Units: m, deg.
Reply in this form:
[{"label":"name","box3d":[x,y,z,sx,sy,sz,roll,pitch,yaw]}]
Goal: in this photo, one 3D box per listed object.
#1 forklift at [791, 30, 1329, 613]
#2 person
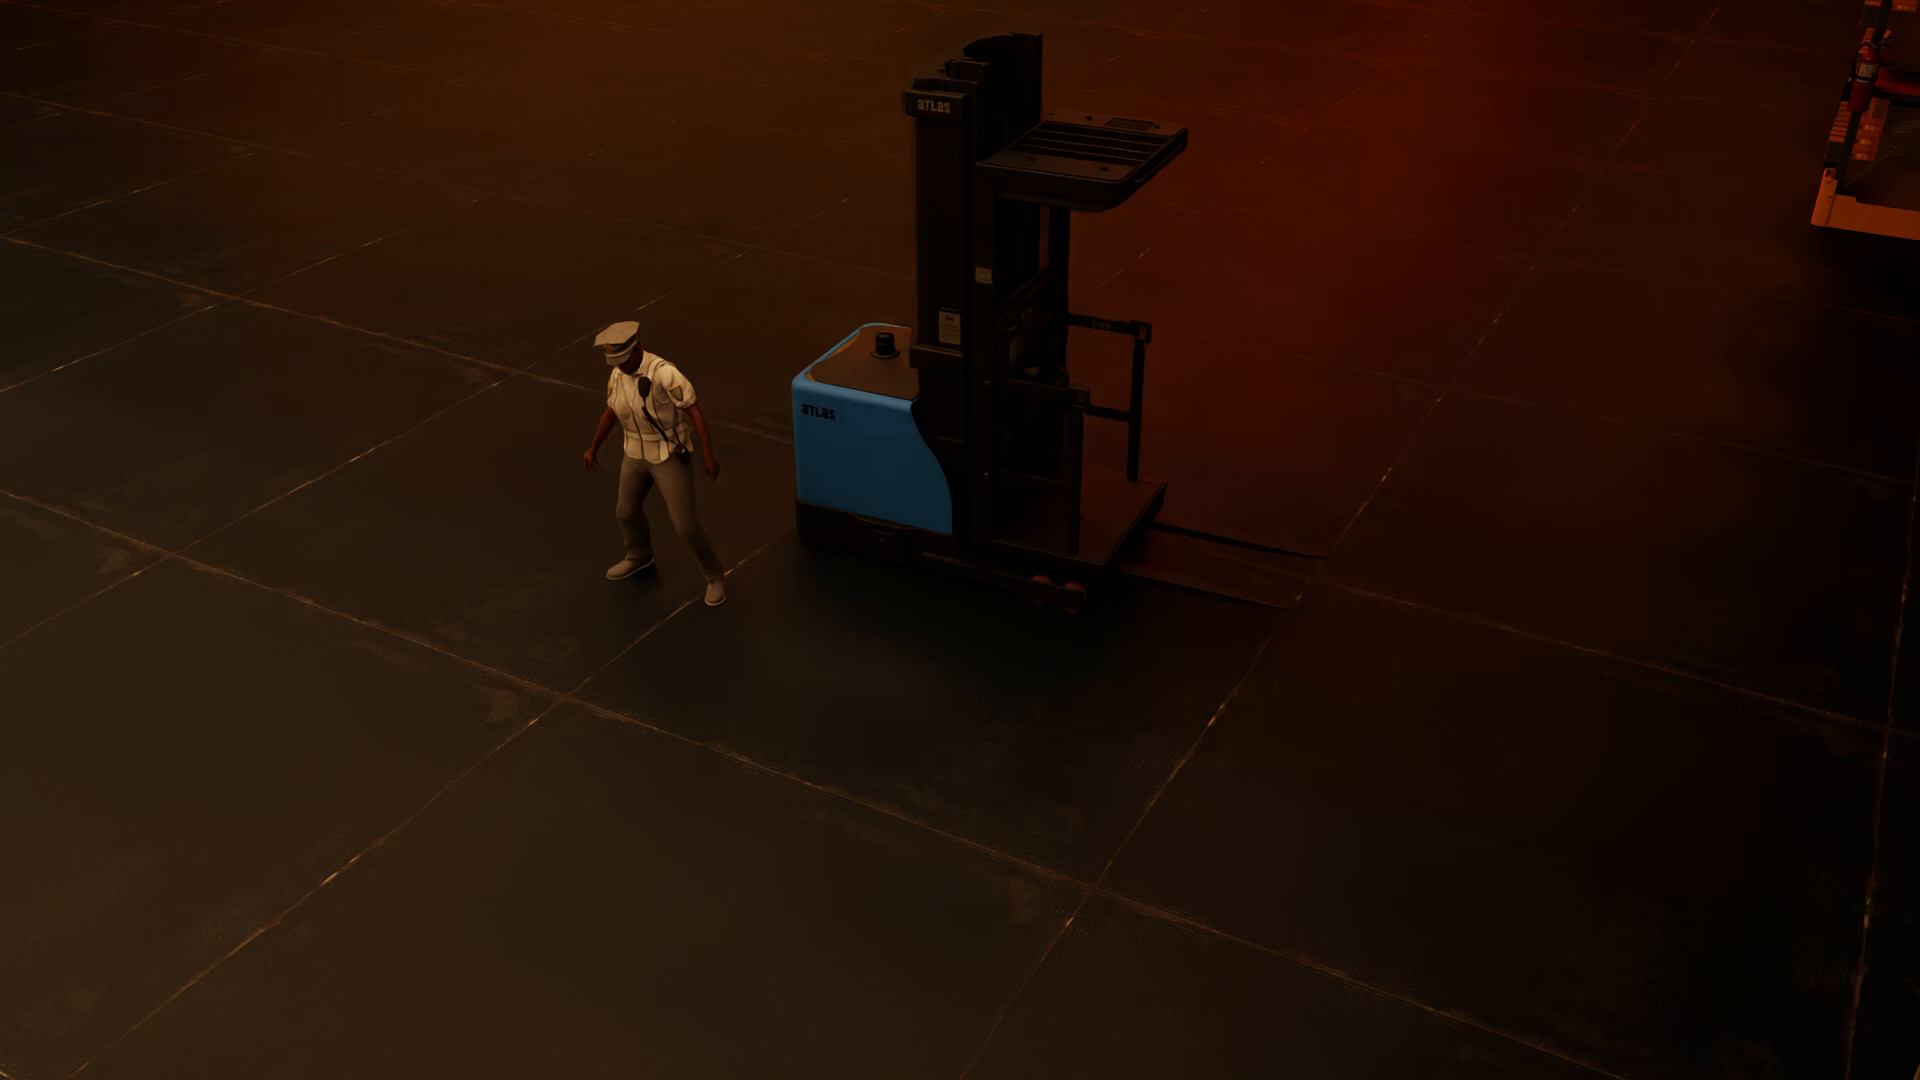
[{"label":"forklift","box3d":[0.580,-1.165,9.089,3.031,2.935,1.130,13,32,21]},{"label":"person","box3d":[-1.698,-0.434,9.156,0.837,1.623,0.409,15,33,24]}]
